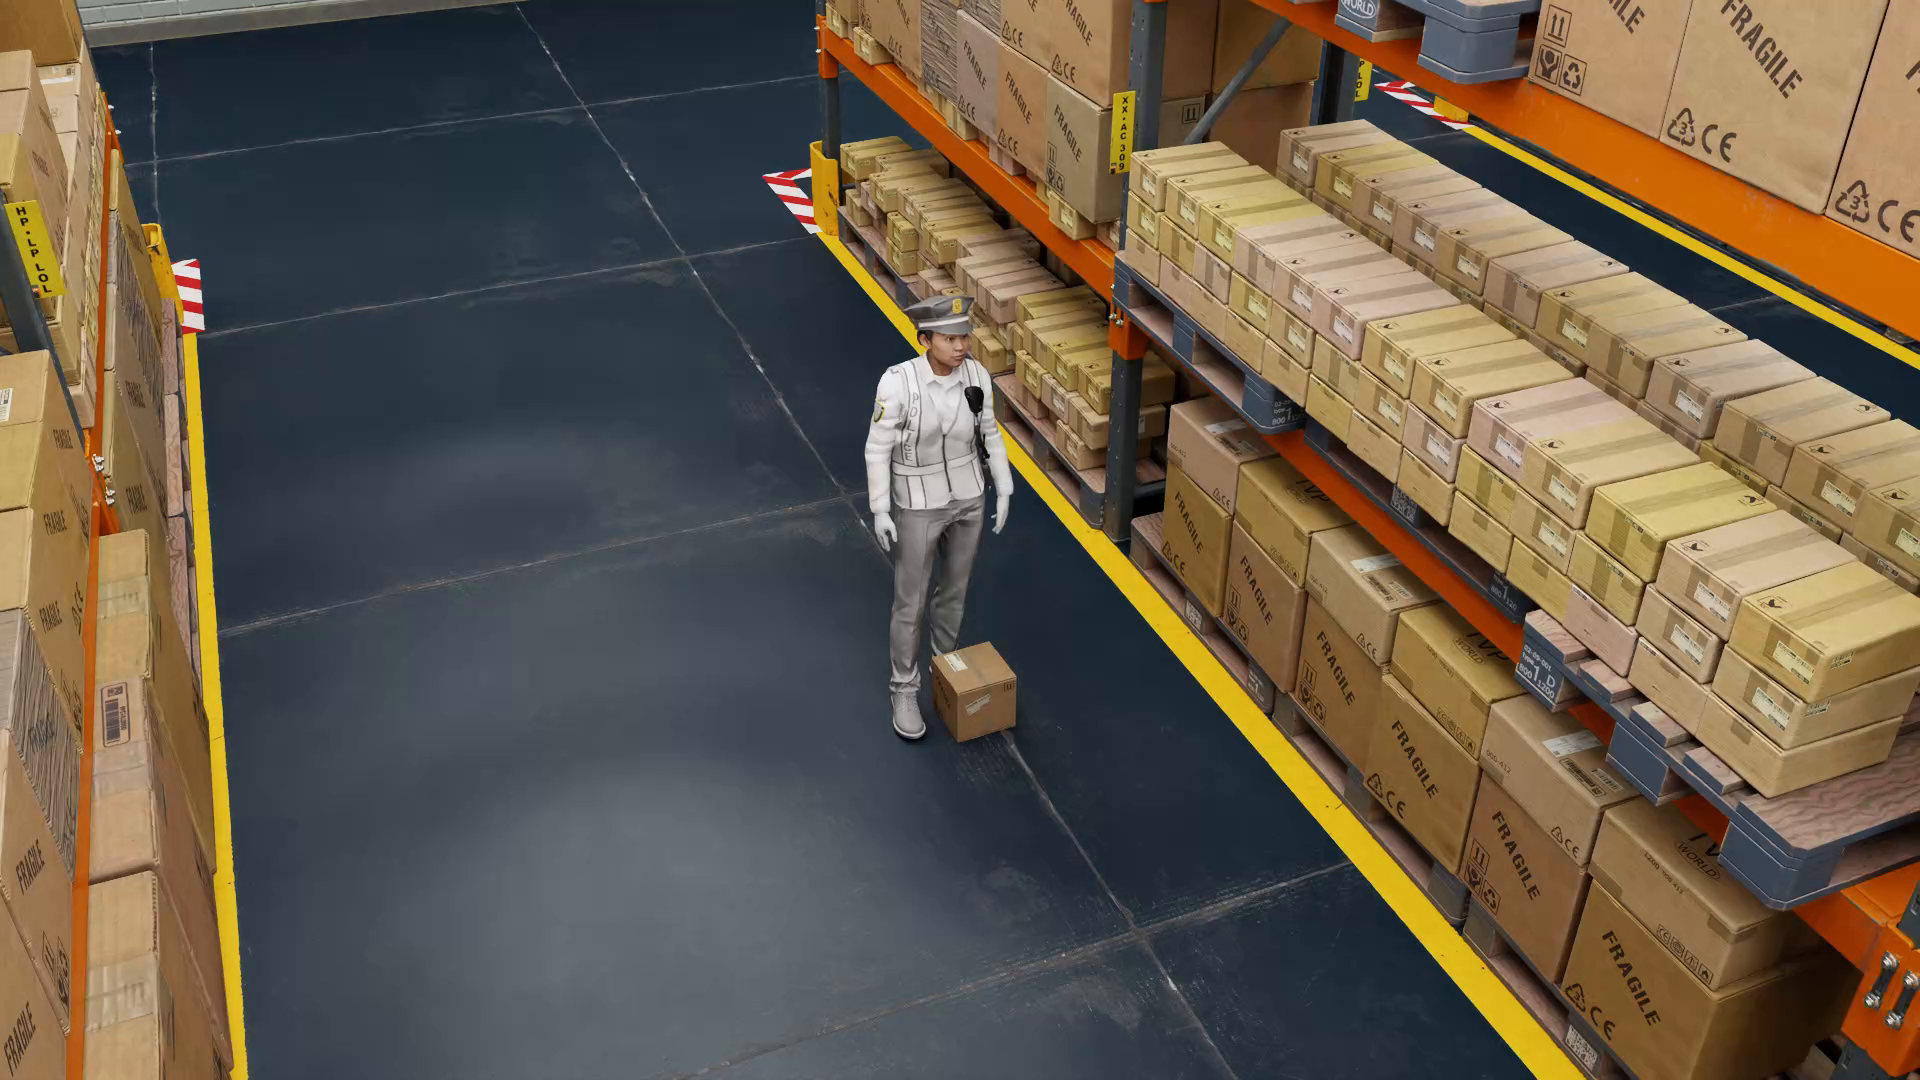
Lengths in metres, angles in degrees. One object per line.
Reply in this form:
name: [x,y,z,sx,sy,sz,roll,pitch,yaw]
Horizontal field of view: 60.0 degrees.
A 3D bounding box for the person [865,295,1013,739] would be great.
person: [-0.053,-0.111,6.261,0.587,1.694,0.530,-13,36,-19]
